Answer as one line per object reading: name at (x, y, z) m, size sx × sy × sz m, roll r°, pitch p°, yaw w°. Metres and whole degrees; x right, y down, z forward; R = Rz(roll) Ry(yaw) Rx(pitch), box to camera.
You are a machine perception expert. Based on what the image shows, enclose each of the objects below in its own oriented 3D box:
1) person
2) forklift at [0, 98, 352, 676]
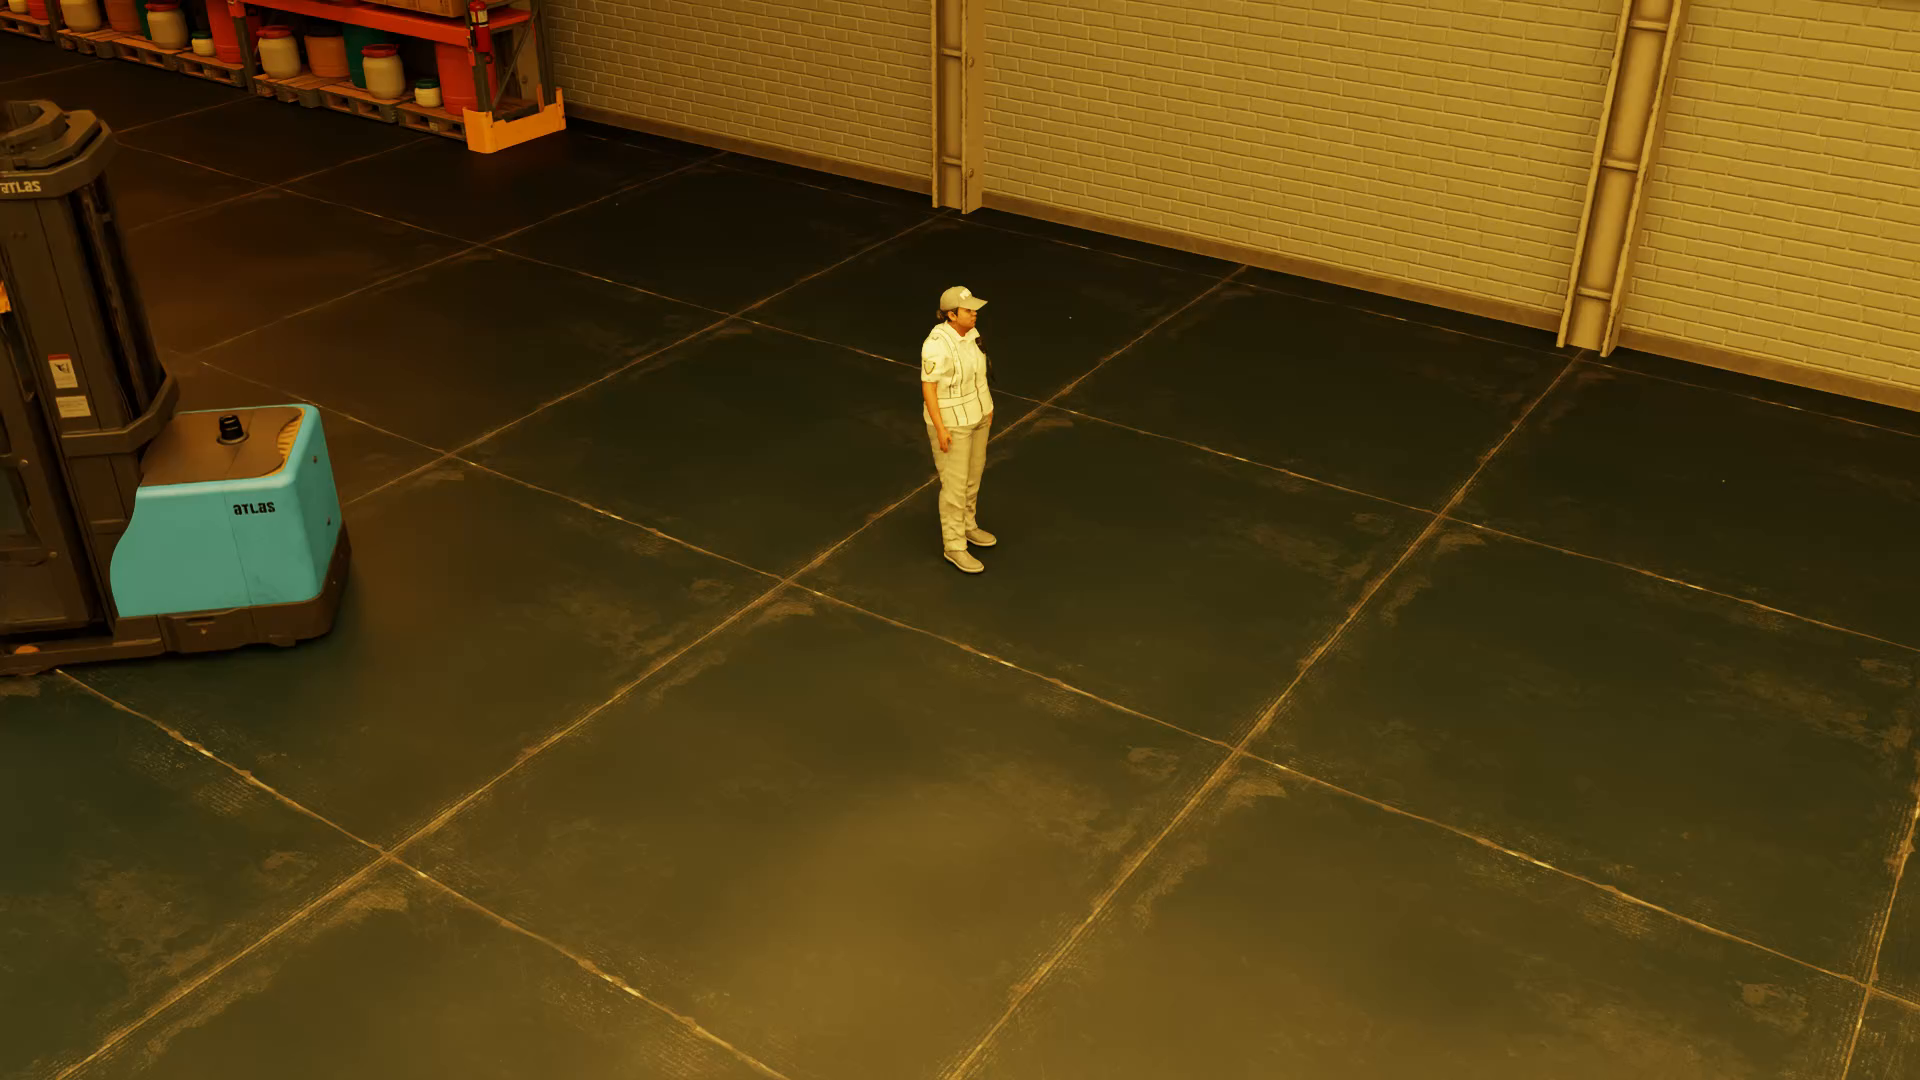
person at (0.051, -0.697, 10.024) m, size 0.529 × 1.670 × 0.598 m, roll 19°, pitch 35°, yaw 29°
forklift at (-5.157, -0.785, 8.933) m, size 3.031 × 2.935 × 1.130 m, roll -5°, pitch 31°, yaw -9°
